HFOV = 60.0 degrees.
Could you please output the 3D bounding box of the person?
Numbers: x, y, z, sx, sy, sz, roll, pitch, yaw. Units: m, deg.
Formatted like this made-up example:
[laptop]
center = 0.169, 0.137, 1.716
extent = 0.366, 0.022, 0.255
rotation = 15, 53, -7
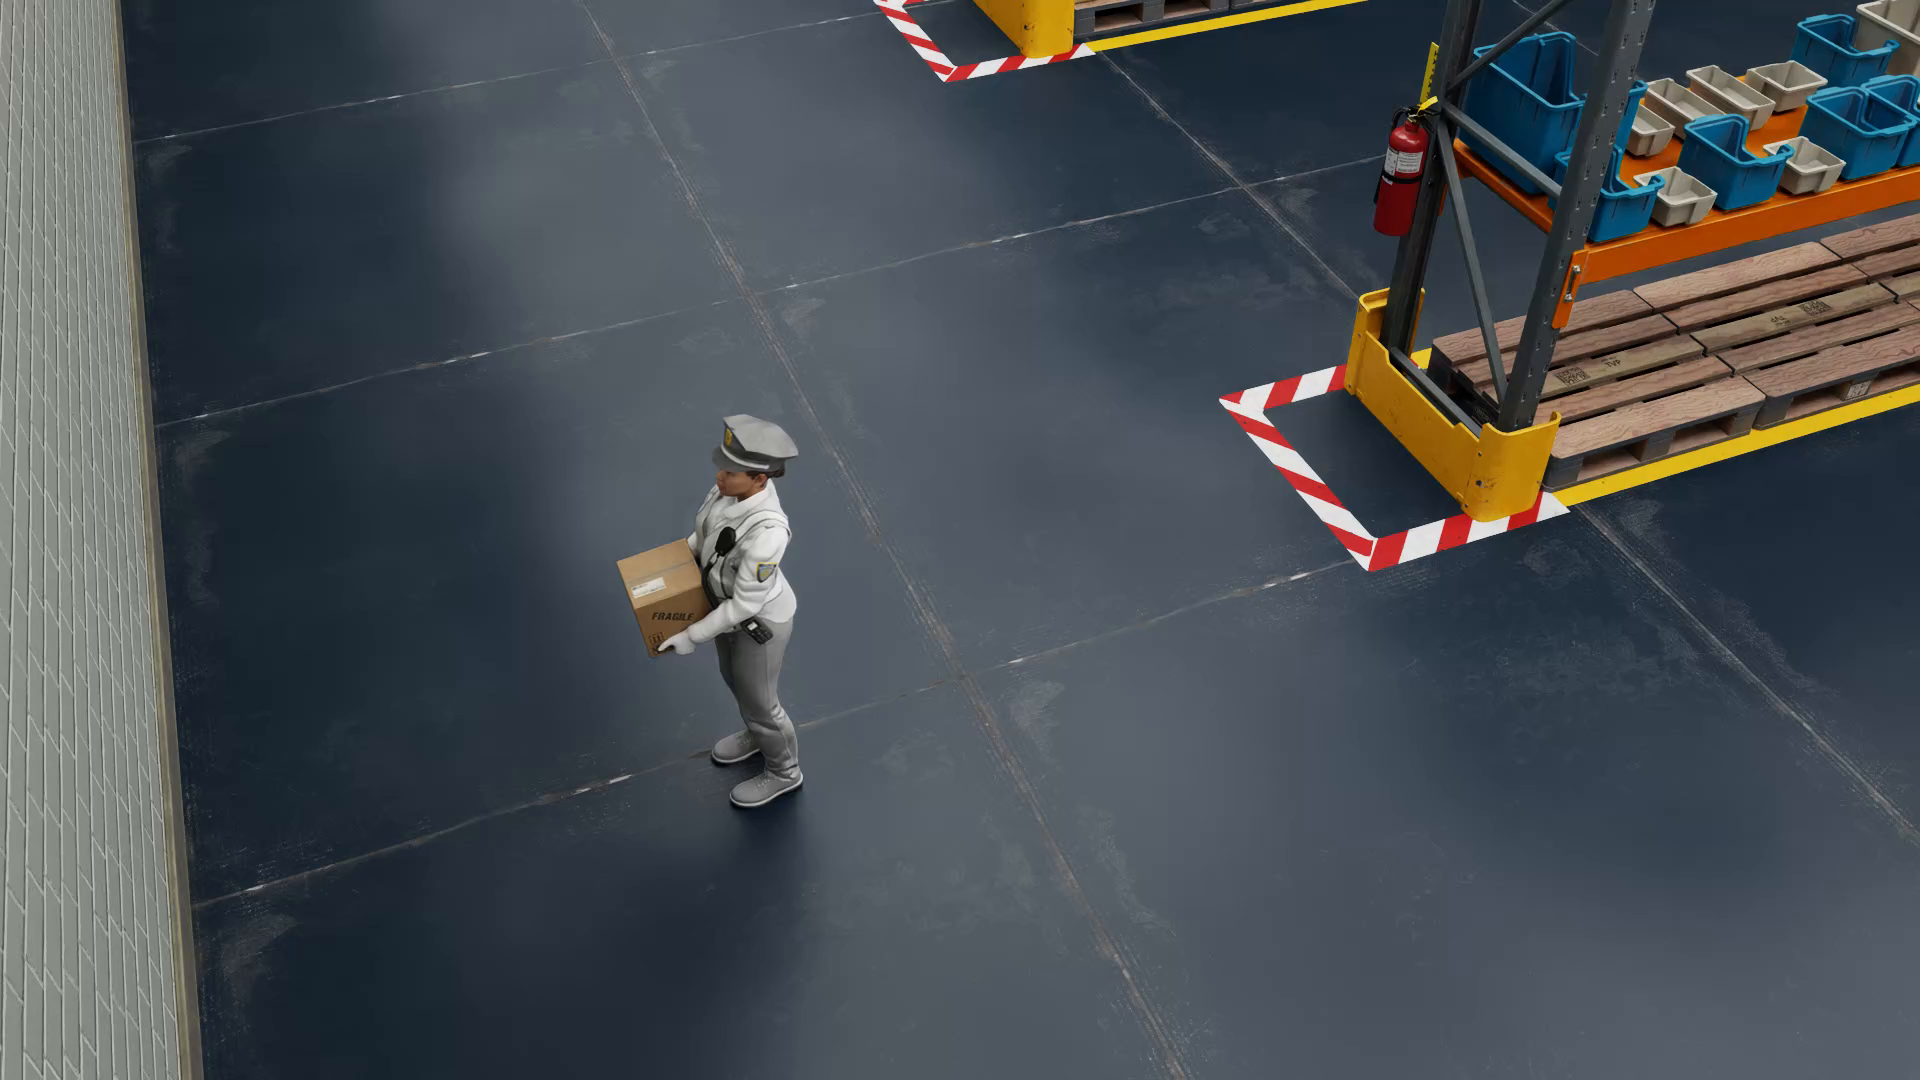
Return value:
[person]
center = -0.808, 0.273, 5.836
extent = 0.564, 1.686, 0.460
rotation = -15, 44, -16
